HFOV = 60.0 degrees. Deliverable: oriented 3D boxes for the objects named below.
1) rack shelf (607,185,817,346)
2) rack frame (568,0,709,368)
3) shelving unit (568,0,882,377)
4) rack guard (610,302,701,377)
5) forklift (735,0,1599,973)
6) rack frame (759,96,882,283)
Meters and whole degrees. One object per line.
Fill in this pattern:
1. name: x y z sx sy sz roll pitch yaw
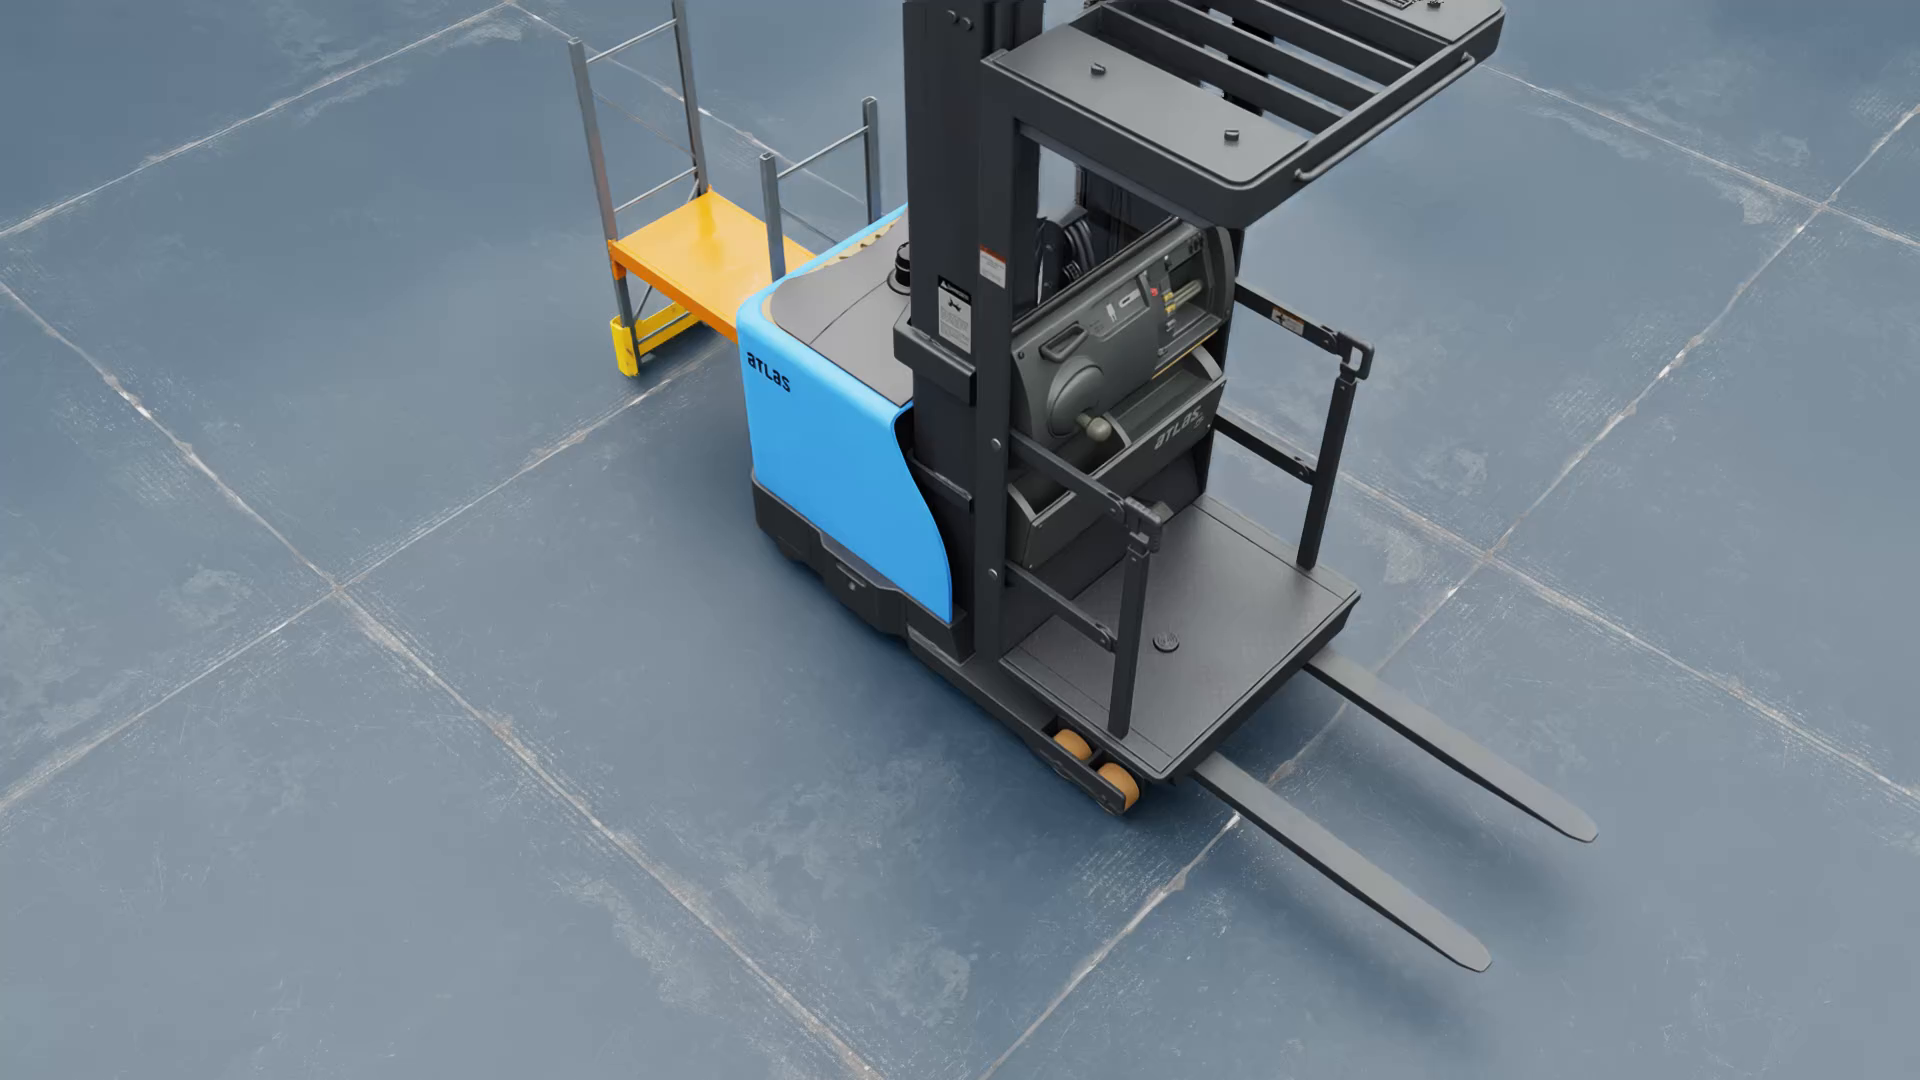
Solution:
1. rack shelf: -0.828 -0.979 6.387 1.000 0.185 0.538 35 56 28
2. rack frame: -1.194 -1.359 6.498 0.032 1.500 0.500 35 56 28
3. shelving unit: -0.835 -1.106 6.260 1.083 1.500 0.587 35 56 28
4. rack guard: -1.193 -0.931 6.953 0.087 0.250 0.587 35 56 28
5. forklift: 0.645 -0.548 4.754 3.031 2.935 1.130 35 56 28
6. rack frame: -0.463 -0.844 6.014 0.032 1.500 0.500 35 56 28
